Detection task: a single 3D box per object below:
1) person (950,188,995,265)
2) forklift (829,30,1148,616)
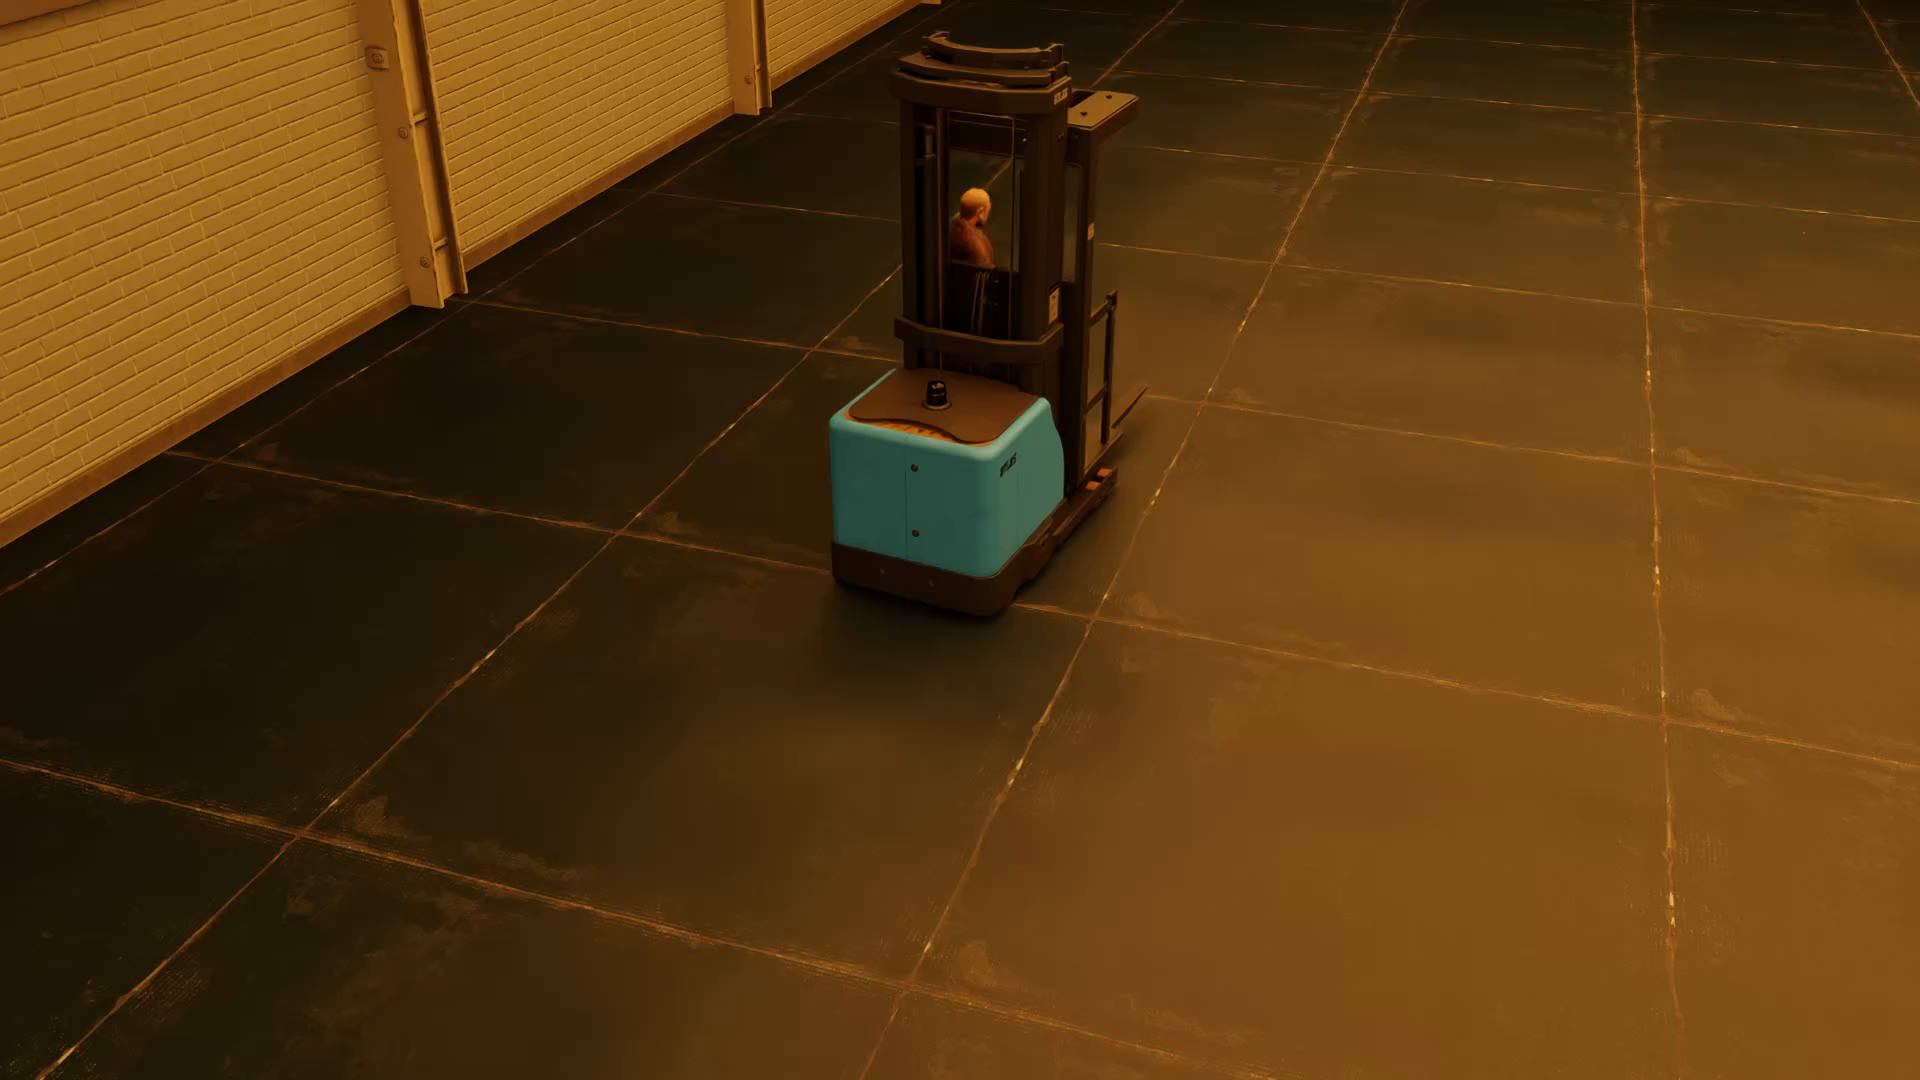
[{"bbox_3d":[0.124,-1.522,11.104,0.709,1.681,0.990,-11,32,-19],"label":"person"},{"bbox_3d":[0.350,-1.562,9.876,1.130,2.935,3.031,13,32,22],"label":"forklift"}]
